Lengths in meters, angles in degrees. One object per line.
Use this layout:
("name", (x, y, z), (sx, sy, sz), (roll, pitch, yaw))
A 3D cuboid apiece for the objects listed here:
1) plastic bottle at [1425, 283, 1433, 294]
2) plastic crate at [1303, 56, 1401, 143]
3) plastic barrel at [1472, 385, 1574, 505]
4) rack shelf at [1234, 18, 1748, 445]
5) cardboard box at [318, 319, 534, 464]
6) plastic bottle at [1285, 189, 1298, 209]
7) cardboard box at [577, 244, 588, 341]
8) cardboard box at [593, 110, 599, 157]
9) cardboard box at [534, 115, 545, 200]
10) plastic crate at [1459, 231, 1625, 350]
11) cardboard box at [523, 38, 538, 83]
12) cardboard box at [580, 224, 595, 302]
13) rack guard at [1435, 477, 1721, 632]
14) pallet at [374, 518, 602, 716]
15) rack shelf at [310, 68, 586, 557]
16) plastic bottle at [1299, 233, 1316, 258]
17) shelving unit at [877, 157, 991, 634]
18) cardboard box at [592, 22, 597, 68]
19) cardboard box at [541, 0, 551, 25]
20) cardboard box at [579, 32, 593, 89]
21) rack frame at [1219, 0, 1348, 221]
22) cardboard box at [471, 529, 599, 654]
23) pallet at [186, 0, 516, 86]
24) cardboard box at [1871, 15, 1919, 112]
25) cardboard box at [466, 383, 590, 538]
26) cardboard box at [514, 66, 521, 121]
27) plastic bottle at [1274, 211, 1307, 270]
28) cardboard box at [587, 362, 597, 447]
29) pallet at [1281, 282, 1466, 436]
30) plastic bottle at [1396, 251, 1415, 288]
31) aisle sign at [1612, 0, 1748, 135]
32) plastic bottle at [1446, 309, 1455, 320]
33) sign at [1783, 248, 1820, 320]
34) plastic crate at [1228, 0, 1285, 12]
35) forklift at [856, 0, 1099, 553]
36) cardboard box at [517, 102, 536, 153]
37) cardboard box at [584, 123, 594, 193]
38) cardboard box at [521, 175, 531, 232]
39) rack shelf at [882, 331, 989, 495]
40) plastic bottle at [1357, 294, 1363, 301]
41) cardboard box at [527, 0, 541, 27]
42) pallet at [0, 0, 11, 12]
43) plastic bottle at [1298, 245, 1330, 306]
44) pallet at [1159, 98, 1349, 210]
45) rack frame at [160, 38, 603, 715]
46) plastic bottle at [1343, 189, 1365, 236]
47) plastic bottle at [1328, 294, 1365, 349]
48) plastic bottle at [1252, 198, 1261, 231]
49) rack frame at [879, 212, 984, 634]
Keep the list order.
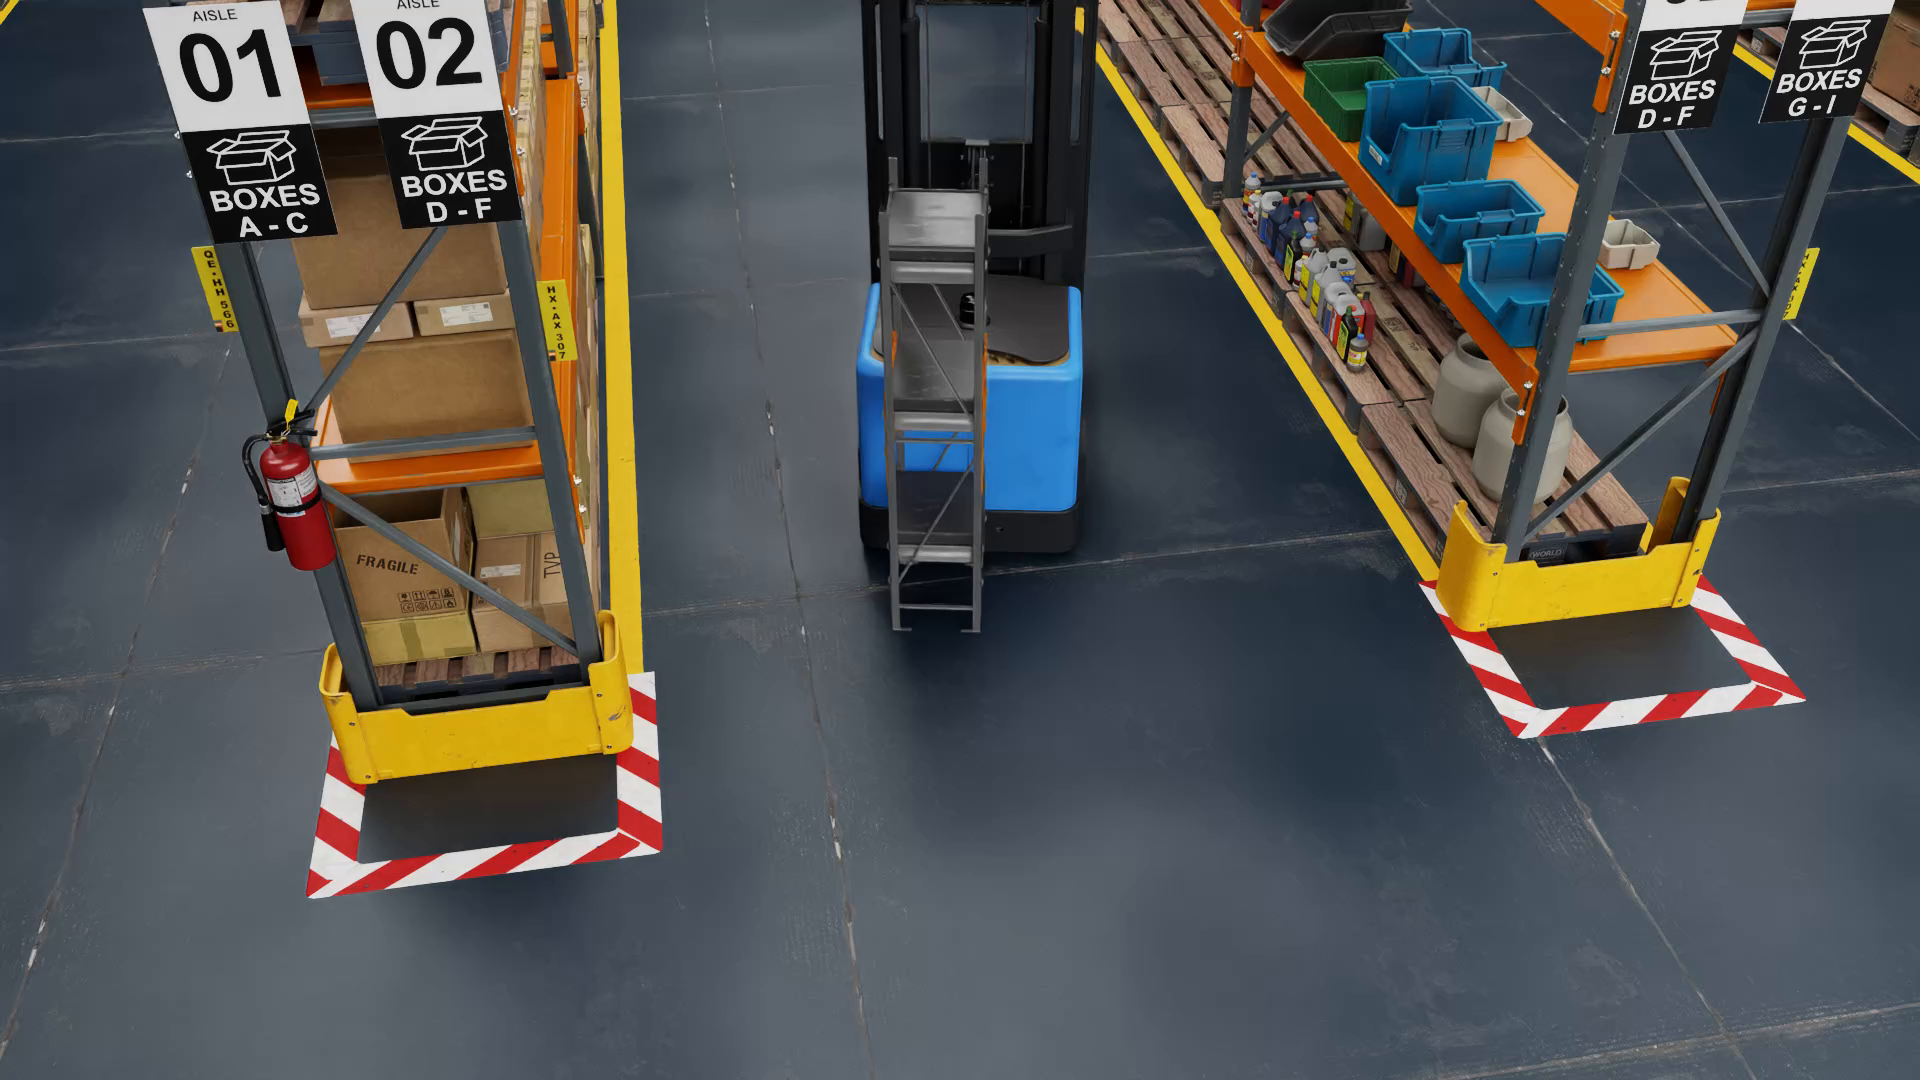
("plastic bottle", (2.749, -1.531, 9.598), (0.097, 0.201, 0.097), (0, 38, 0))
("plastic crate", (2.150, -2.365, 8.922), (0.450, 0.188, 0.662), (-6, 38, -8))
("plastic barrel", (2.701, -0.455, 7.977), (0.421, 0.512, 0.421), (0, 38, 0))
("rack shelf", (2.541, -1.807, 8.617), (1.077, 0.370, 4.000), (-6, 38, -8))
("cardboard box", (-2.055, -0.675, 6.492), (0.700, 0.500, 0.500), (-6, 38, -8))
("plastic bottle", (2.003, -1.980, 10.109), (0.061, 0.283, 0.133), (-6, 38, -8))
("cardboard box", (-2.223, -1.283, 8.644), (0.500, 0.500, 0.500), (-6, 38, -8))
("cardboard box", (-2.696, -2.740, 11.131), (0.500, 0.250, 0.500), (-7, 38, -9))
("cardboard box", (-2.420, -1.919, 8.094), (0.700, 0.500, 0.500), (-6, 38, -7))
("plastic crate", (2.509, -1.094, 7.234), (0.499, 0.251, 0.616), (-6, 38, -8))
("cardboard box", (-2.252, -2.308, 8.065), (0.380, 0.149, 0.250), (-6, 38, -8))
("cardboard box", (-2.391, -1.592, 9.653), (0.500, 0.250, 0.500), (-6, 38, -8))
("rack guard", (2.832, 0.064, 7.661), (1.175, 0.500, 0.348), (-6, 38, -8))
("pallet", (-2.161, 0.292, 7.602), (1.003, 0.211, 1.213), (-6, 38, -8))
("rack shelf", (-2.336, -1.276, 7.934), (1.077, 0.370, 4.000), (-6, 38, -8))
("plastic bottle", (2.019, -1.664, 9.712), (0.097, 0.271, 0.097), (0, 38, 0))
("shelving unit", (-0.098, -0.560, 7.160), (0.431, 2.100, 0.503), (1, 38, 2))
("cardboard box", (-2.962, -3.662, 12.317), (0.500, 0.250, 0.500), (-7, 38, -8))
("cardboard box", (-2.641, -3.226, 10.062), (0.380, 0.149, 0.250), (-6, 38, -8))
("cardboard box", (-2.785, -3.274, 11.362), (0.500, 0.311, 0.500), (-5, 38, -7))
("rack frame", (2.190, -3.299, 9.951), (1.000, 3.000, 0.127), (-6, 38, -8))
("cardboard box", (-1.861, 0.220, 7.321), (0.500, 0.250, 0.500), (-6, 38, -8))
("pallet", (-2.084, -1.932, 5.818), (1.003, 0.211, 1.213), (-6, 38, -8))
("cardboard box", (6.980, -3.391, 11.749), (0.700, 0.500, 0.500), (-9, 39, -11))
("cardboard box", (-1.950, -0.378, 7.479), (0.500, 0.500, 0.500), (-6, 38, -8))
("cardboard box", (-2.339, -2.143, 7.325), (0.700, 0.500, 0.500), (-6, 38, -8))
("plastic bottle", (1.956, -1.780, 9.797), (0.144, 0.351, 0.185), (-8, 39, -10))
("cardboard box", (-2.122, -0.686, 8.487), (0.500, 0.250, 0.500), (-6, 38, -8))
("pallet", (2.484, -1.049, 9.328), (1.003, 0.211, 1.213), (-6, 38, -8))
("plastic bottle", (2.597, -1.620, 9.646), (0.061, 0.283, 0.133), (-6, 38, -8))
("aisle sign", (2.612, -1.834, 5.946), (0.394, 0.787, 0.004), (-6, 38, -8))
("plastic bottle", (2.803, -1.375, 9.340), (0.097, 0.271, 0.097), (0, 38, 0))
("sign", (3.434, -1.049, 6.829), (0.100, 0.325, 0.005), (-6, 38, -8))
("plastic crate", (1.804, -3.584, 10.265), (0.402, 0.464, 0.583), (-6, 38, -8))
("forklift", (0.101, -1.976, 8.305), (1.130, 2.935, 3.031), (1, 38, 2))
("cardboard box", (-2.111, -1.836, 7.459), (0.380, 0.149, 0.250), (-6, 38, -8))
("cardboard box", (-2.514, -2.346, 10.167), (0.500, 0.311, 0.500), (-6, 38, -8))
("cardboard box", (-1.976, -1.371, 6.859), (0.380, 0.149, 0.250), (-7, 38, -9))
("rack shelf", (-0.098, -0.550, 7.168), (0.431, 0.518, 0.480), (1, 38, 2))
("plastic bottle", (2.216, -1.277, 9.271), (0.097, 0.201, 0.097), (0, 38, 0))
("cardboard box", (-2.387, -2.773, 8.664), (0.380, 0.149, 0.250), (-7, 38, -9))
("pallet", (-8.539, -4.768, 14.115), (1.003, 0.211, 1.213), (-6, 38, -8))
("plastic bottle", (2.031, -1.523, 9.466), (0.144, 0.351, 0.185), (-7, 38, -8))
("pallet", (2.014, -2.668, 11.412), (1.003, 0.211, 1.213), (-6, 38, -8))
("rack frame", (-1.986, -0.352, 6.158), (1.000, 3.000, 0.127), (-6, 38, -8))
("plastic bottle", (2.445, -2.053, 10.148), (0.144, 0.351, 0.185), (-6, 38, -8))
("plastic bottle", (2.121, -1.198, 9.109), (0.152, 0.276, 0.135), (-6, 38, -8))
("plastic bottle", (1.850, -2.005, 10.208), (0.097, 0.201, 0.097), (0, 38, 0))
("rack frame", (-0.109, -0.411, 6.967), (0.400, 2.100, 0.015), (1, 38, 2))
